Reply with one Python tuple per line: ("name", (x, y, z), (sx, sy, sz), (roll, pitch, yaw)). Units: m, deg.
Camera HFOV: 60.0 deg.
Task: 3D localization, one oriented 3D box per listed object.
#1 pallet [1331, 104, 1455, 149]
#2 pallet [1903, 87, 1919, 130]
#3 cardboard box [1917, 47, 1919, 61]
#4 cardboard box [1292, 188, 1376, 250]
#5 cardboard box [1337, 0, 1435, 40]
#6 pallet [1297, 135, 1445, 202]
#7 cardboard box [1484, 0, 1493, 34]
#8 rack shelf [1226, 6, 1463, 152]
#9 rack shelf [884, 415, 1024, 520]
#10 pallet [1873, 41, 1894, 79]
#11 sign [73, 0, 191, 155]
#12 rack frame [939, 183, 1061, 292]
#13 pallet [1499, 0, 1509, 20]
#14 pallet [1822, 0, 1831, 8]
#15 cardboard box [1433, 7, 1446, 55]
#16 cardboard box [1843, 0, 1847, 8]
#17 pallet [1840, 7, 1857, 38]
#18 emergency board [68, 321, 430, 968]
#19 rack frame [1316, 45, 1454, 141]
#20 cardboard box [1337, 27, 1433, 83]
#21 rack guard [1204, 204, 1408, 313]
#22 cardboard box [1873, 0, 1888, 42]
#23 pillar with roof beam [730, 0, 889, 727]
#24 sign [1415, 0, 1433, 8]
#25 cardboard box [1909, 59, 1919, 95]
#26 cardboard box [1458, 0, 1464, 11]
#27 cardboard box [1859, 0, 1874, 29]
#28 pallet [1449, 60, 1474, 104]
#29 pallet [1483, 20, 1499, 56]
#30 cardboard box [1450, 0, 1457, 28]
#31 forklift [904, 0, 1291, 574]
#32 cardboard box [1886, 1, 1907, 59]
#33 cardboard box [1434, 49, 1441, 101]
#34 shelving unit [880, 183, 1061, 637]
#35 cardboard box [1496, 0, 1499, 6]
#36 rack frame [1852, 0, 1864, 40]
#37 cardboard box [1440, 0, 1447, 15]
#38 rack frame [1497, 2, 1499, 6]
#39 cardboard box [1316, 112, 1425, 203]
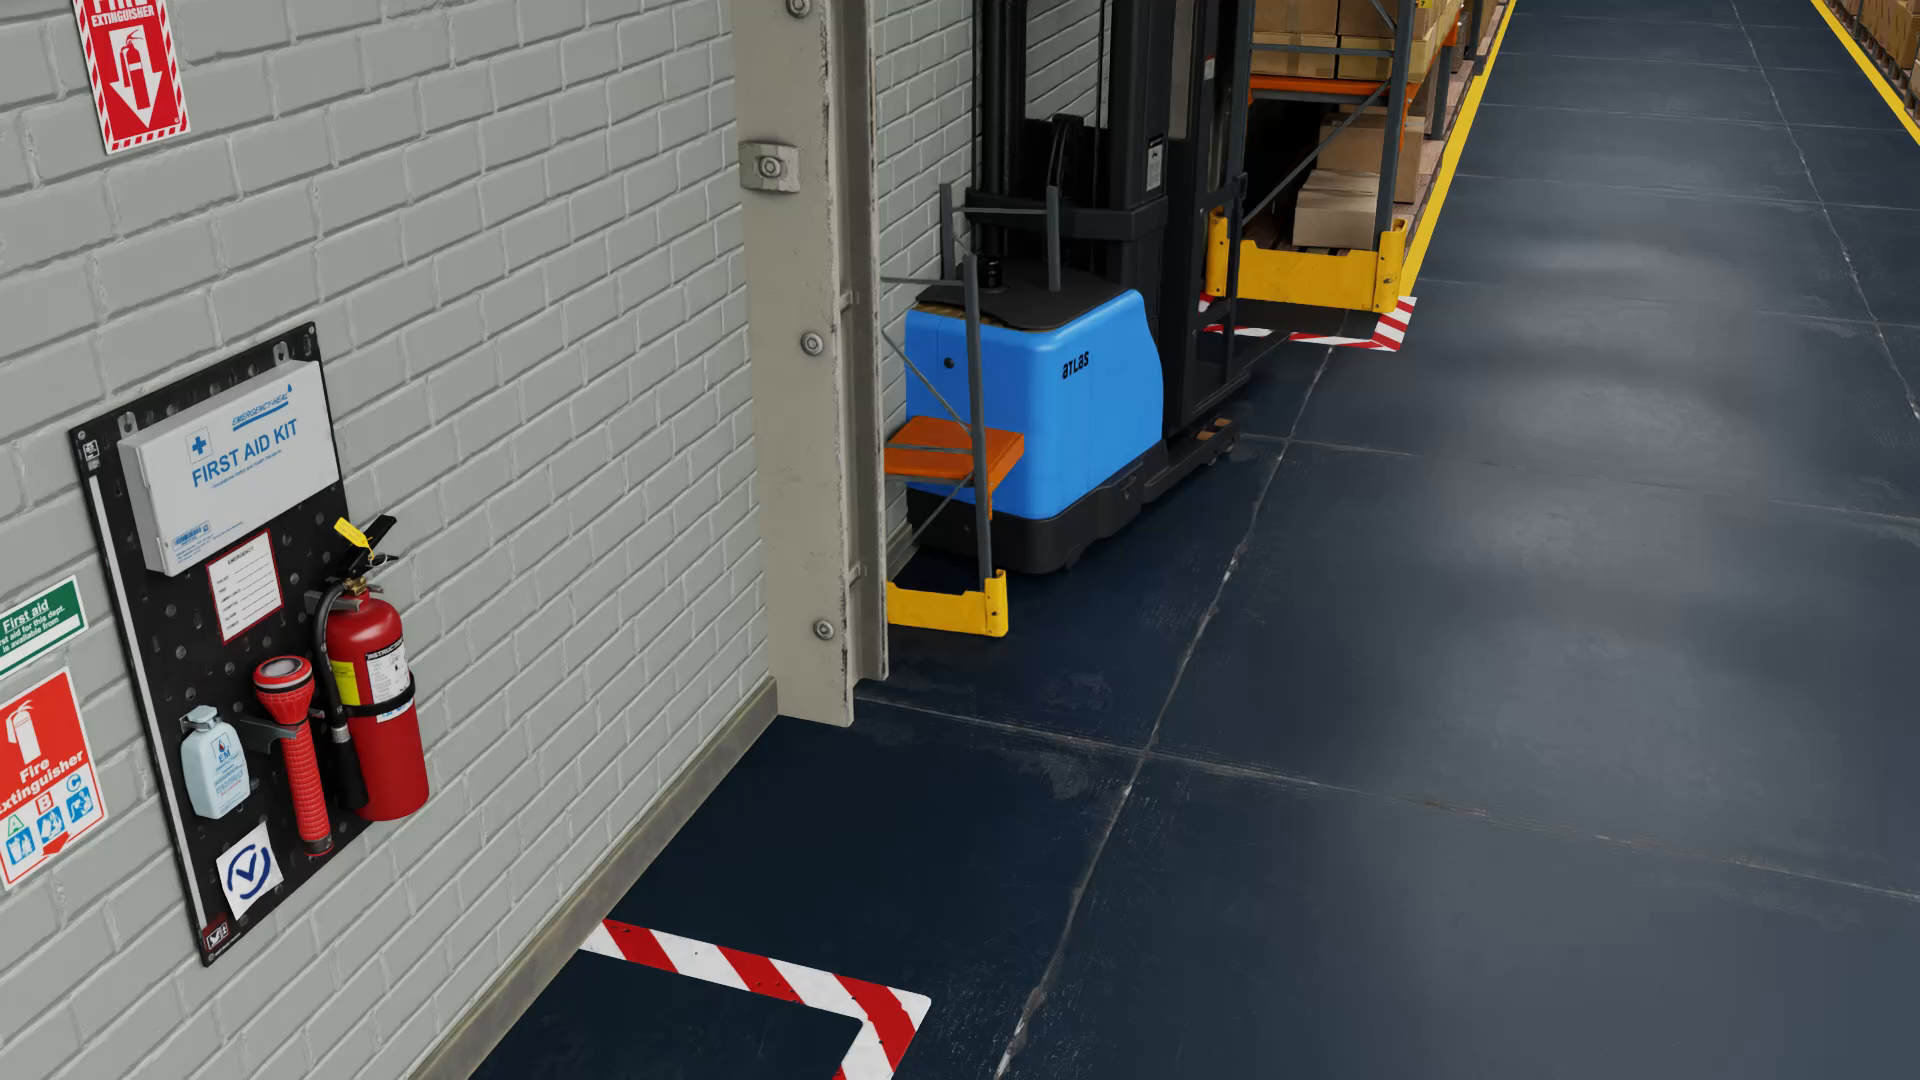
("pallet", (3.693, -3.552, 14.344), (1.003, 0.211, 1.213), (9, 27, 17))
("pallet", (9.128, -3.826, 14.911), (1.003, 0.211, 1.213), (9, 27, 17))
("cardboard box", (8.988, -4.445, 15.019), (0.500, 0.311, 0.500), (10, 27, 19))
("cardboard box", (2.419, -2.102, 10.731), (0.500, 0.311, 0.500), (6, 26, 12))
("cardboard box", (2.547, -3.275, 9.861), (0.500, 0.500, 0.500), (9, 27, 18))
("pallet", (3.245, -2.951, 13.103), (1.003, 0.211, 1.213), (9, 27, 17))
("cardboard box", (5.432, -5.995, 18.174), (0.750, 0.750, 0.750), (9, 27, 17))
("rack shelf", (2.770, -3.341, 11.535), (1.077, 0.370, 4.000), (9, 27, 17))
("rack shelf", (0.035, -0.388, 6.712), (0.538, 0.185, 1.000), (6, 26, 19))
("pallet", (10.131, -4.960, 17.252), (1.003, 0.211, 1.213), (9, 27, 17))
("sign", (-1.430, -0.835, 2.873), (0.001, 0.298, 0.199), (9, 27, 17))
("rack frame", (0.193, -0.762, 7.067), (0.500, 1.500, 0.032), (6, 26, 19))
("pallet", (6.424, -6.821, 21.095), (1.003, 0.211, 1.213), (9, 27, 17))
("pallet", (11.811, -7.087, 21.646), (1.003, 0.211, 1.213), (9, 27, 17))
("cardboard box", (2.901, -3.363, 10.903), (0.500, 0.250, 0.500), (8, 27, 17))
("cardboard box", (10.760, -6.411, 19.815), (0.380, 0.149, 0.250), (9, 27, 17))
("pallet", (11.000, -6.085, 19.575), (1.003, 0.211, 1.213), (9, 27, 17))
("emergency board", (-1.334, 0.219, 3.355), (0.194, 1.169, 0.643), (9, 27, 17))
("rack frame", (3.435, -4.487, 13.076), (1.000, 3.000, 0.127), (9, 27, 17))
("cardboard box", (2.566, -2.939, 10.028), (0.500, 0.250, 0.500), (8, 27, 16))
("rack guard", (2.130, -1.750, 10.290), (1.175, 0.500, 0.348), (9, 27, 17))
("cardboard box", (10.039, -5.542, 17.618), (0.500, 0.500, 0.500), (9, 27, 18))
("pillar with roof beam", (3.584, -2.867, 2.844), (9.100, 9.000, 0.400), (9, 27, 17))
("sign", (2.616, -3.154, 9.329), (0.100, 0.325, 0.005), (9, 27, 17))
("cardboard box", (8.988, -4.193, 15.141), (0.500, 0.250, 0.500), (9, 27, 17))
("cardboard box", (3.564, -4.190, 12.611), (0.500, 0.250, 0.500), (9, 27, 18))
("cardboard box", (10.379, -5.967, 18.496), (0.500, 0.500, 0.500), (8, 27, 15))
("pallet", (4.505, -4.555, 16.415), (1.003, 0.211, 1.213), (9, 27, 17))
("pallet", (5.507, -5.689, 18.757), (1.003, 0.211, 1.213), (9, 27, 17))
("cardboard box", (3.237, -3.778, 11.759), (0.500, 0.250, 0.500), (9, 27, 17))
("forklift", (0.717, -1.776, 7.555), (1.130, 2.935, 3.031), (15, 30, 29))
("cardboard box", (9.701, -5.118, 16.742), (0.500, 0.500, 0.500), (8, 27, 16))
("cardboard box", (3.997, -4.288, 15.029), (0.700, 0.500, 0.500), (9, 27, 18))
("shelving unit", (0.028, -0.554, 6.644), (0.587, 1.500, 1.083), (6, 26, 19))
("cardboard box", (6.004, -6.710, 19.652), (0.750, 0.750, 0.750), (9, 27, 18))
("rack frame", (10.770, -7.058, 18.385), (1.000, 3.000, 0.127), (9, 27, 17))
("cardboard box", (2.898, -3.688, 10.714), (0.500, 0.500, 0.500), (8, 27, 16))
("rack frame", (6.097, -7.775, 19.866), (1.000, 3.000, 0.127), (9, 27, 17))
("cardboard box", (2.900, -2.716, 11.781), (0.700, 0.500, 0.500), (7, 27, 14))
